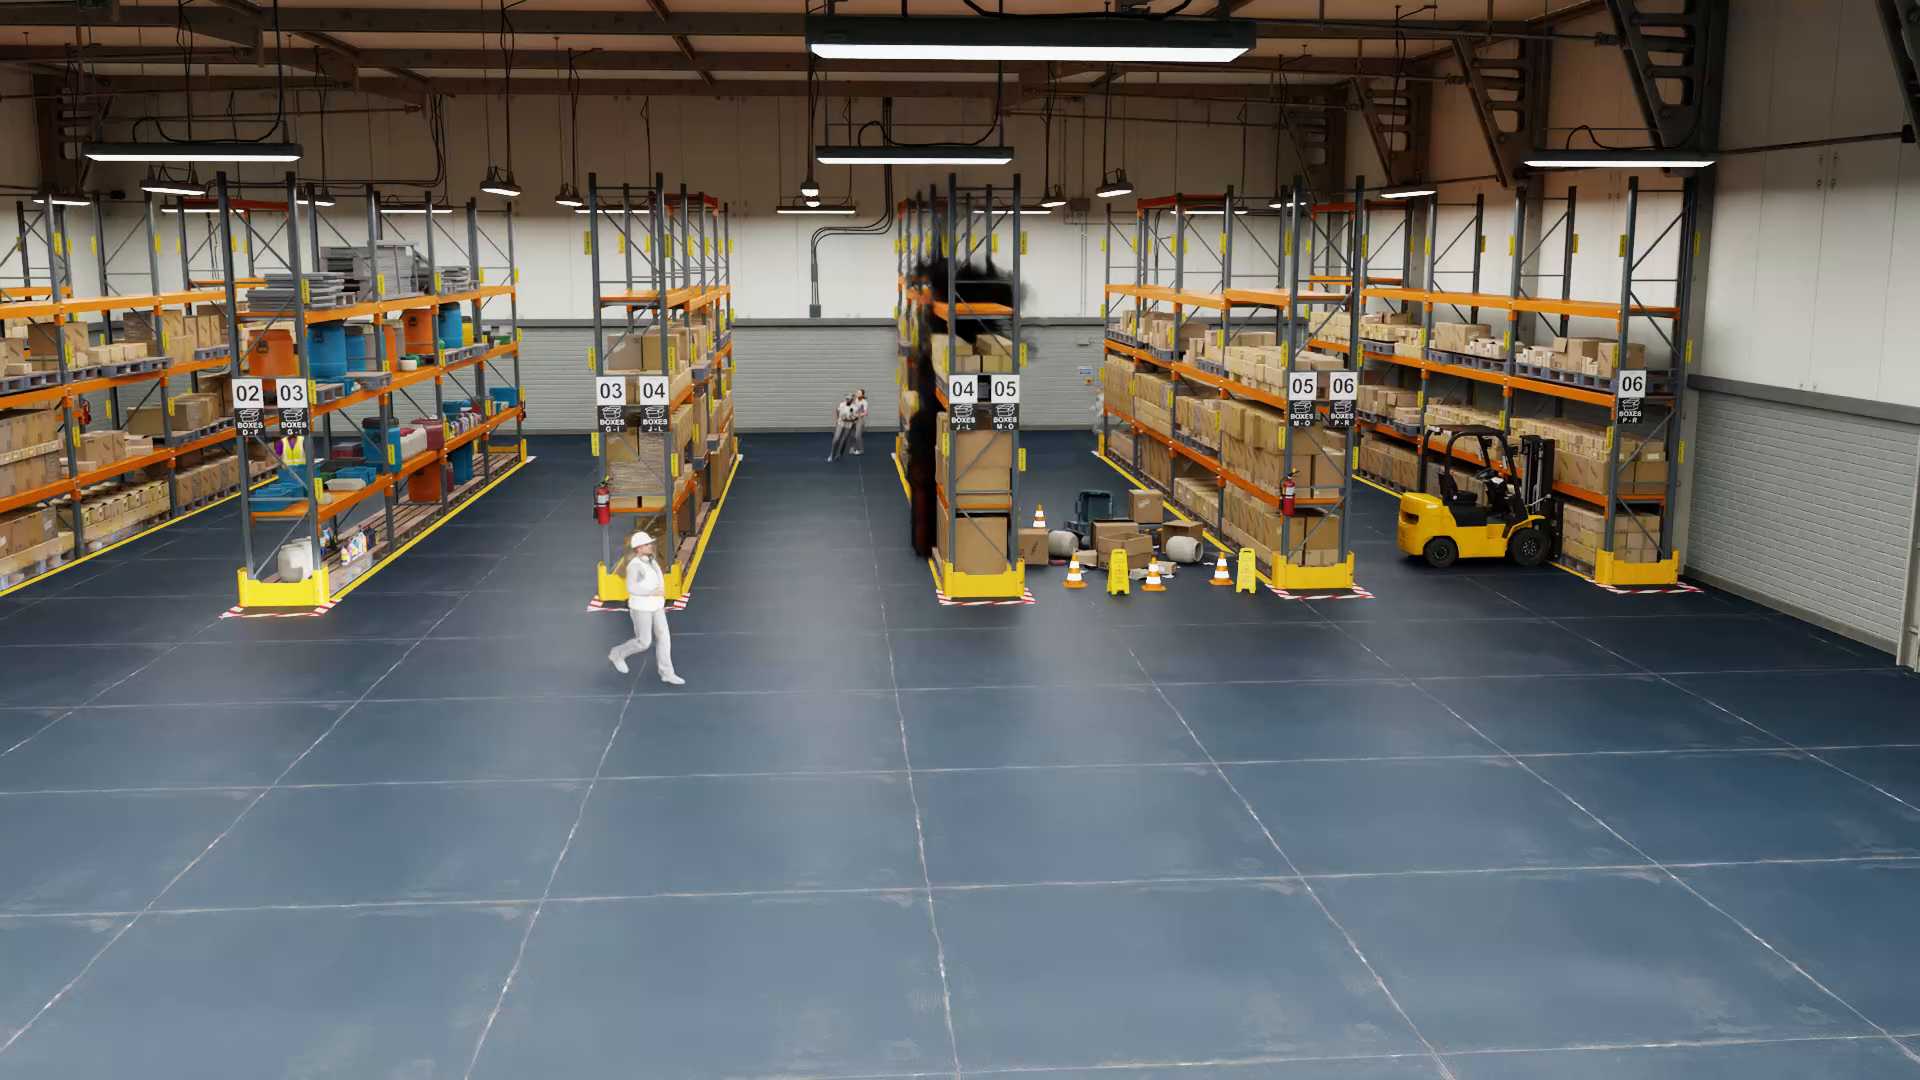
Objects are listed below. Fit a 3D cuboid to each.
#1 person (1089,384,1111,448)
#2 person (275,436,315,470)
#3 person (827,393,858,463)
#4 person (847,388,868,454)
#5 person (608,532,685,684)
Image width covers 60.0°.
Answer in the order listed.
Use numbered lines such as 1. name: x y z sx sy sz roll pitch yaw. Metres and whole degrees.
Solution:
1. person: 3.502 -3.092 41.499 0.571 1.646 0.635 1 10 7
2. person: -12.525 -1.347 31.303 0.681 1.721 0.593 -2 10 -14
3. person: -2.729 -2.671 39.214 0.721 1.620 0.781 1 10 7
4. person: -2.441 -2.869 40.236 0.613 1.614 0.606 7 12 36
5. person: -3.611 0.782 19.161 0.907 1.769 0.661 4 11 20
